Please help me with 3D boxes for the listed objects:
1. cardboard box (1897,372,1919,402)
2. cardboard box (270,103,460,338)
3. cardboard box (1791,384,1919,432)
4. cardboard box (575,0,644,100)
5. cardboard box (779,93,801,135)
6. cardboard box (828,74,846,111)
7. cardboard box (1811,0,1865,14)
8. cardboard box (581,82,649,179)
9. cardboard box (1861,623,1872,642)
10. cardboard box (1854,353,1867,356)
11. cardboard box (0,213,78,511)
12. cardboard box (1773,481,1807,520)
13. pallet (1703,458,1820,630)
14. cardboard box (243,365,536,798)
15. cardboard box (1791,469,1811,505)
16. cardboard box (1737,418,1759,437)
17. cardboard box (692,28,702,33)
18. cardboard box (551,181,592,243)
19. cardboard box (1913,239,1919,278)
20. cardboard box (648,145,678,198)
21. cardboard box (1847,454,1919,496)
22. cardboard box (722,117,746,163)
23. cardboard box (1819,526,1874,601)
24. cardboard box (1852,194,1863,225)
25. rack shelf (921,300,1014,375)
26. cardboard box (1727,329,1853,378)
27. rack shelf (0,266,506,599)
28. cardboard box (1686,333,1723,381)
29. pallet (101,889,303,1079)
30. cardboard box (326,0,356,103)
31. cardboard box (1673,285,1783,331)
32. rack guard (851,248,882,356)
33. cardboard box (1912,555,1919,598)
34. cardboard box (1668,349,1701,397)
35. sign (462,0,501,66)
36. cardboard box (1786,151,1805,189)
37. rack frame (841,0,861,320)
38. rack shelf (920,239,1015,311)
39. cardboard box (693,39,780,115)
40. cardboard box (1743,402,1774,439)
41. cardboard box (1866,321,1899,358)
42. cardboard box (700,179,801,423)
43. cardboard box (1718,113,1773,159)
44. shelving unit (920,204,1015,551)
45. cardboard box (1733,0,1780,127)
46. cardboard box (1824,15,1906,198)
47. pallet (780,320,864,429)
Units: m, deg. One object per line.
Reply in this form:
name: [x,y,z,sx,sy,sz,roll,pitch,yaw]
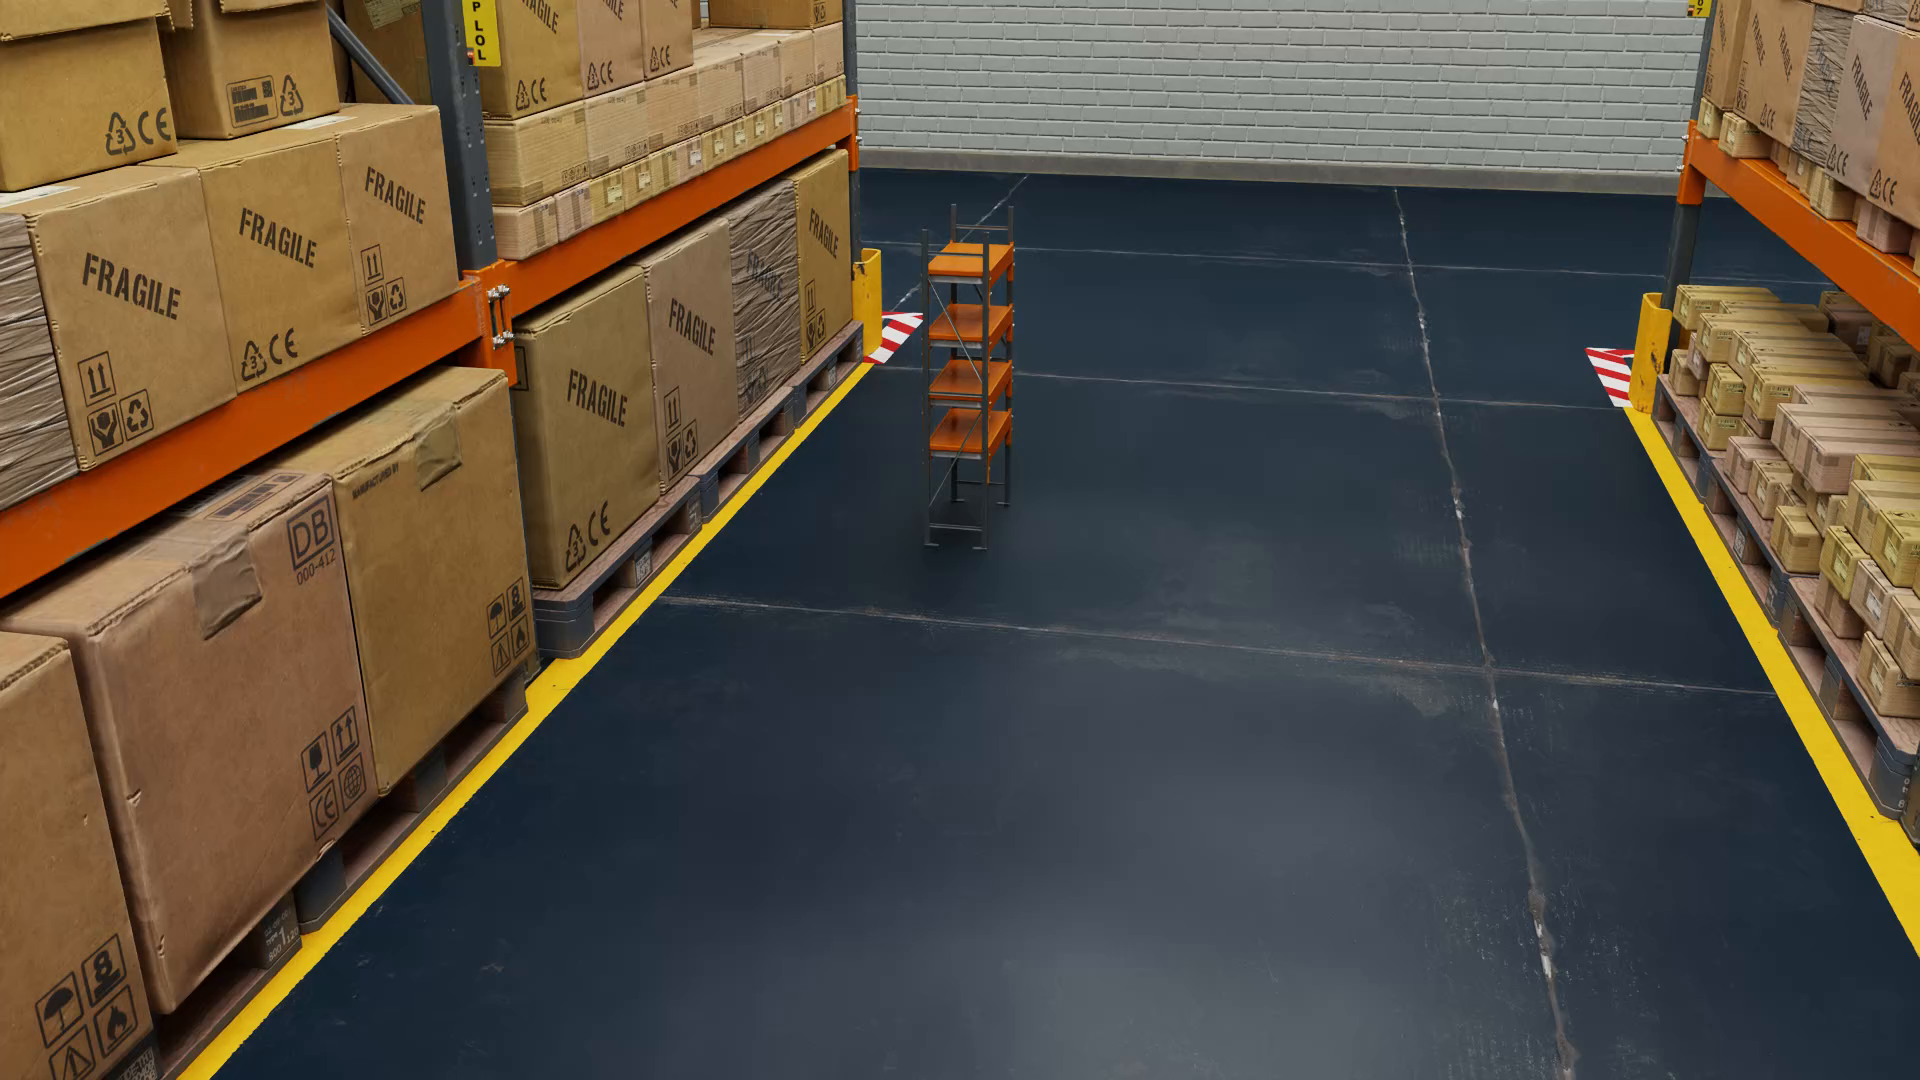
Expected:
cardboard box: [3.641,-0.497,6.030,0.380,0.149,0.250,4,22,9]
cardboard box: [-1.665,-0.840,4.291,0.500,0.500,0.500,5,22,11]
cardboard box: [3.168,-0.434,5.875,0.380,0.149,0.250,5,22,11]
cardboard box: [-1.381,-1.737,5.451,0.500,0.500,0.500,4,22,11]
cardboard box: [-0.927,-1.898,7.388,0.380,0.149,0.250,5,22,12]
cardboard box: [-0.771,-2.177,8.080,0.380,0.149,0.250,5,22,12]
cardboard box: [3.138,-1.978,5.379,0.500,0.500,0.500,4,22,9]
cardboard box: [-1.378,-1.388,5.587,0.500,0.250,0.500,4,22,11]
cardboard box: [2.879,0.299,4.851,0.380,0.149,0.250,5,22,12]
cardboard box: [3.880,-0.738,7.026,0.380,0.149,0.250,4,22,10]
cardboard box: [-1.980,-0.286,2.914,0.500,0.500,0.500,5,22,11]
cardboard box: [3.075,-0.081,5.795,0.380,0.149,0.250,5,22,12]
pallet: [3.347,0.027,6.005,1.003,0.211,1.213,4,22,11]
cardboard box: [-1.948,0.040,4.520,1.225,0.875,0.875,5,22,11]
cardboard box: [3.086,-0.195,5.679,0.380,0.149,0.250,3,22,8]
cardboard box: [3.259,-0.360,6.486,0.380,0.149,0.250,5,22,11]
cardboard box: [-1.483,-2.172,7.533,0.500,0.250,0.500,4,22,10]
cardboard box: [-1.397,-1.048,5.278,0.380,0.149,0.250,4,22,9]
cardboard box: [2.886,-0.772,4.592,0.380,0.149,0.250,5,23,13]
cardboard box: [-1.240,-1.335,5.988,0.380,0.149,0.250,4,22,10]
cardboard box: [3.002,-0.146,5.159,0.380,0.149,0.250,5,23,13]
cardboard box: [-1.083,-1.618,6.692,0.380,0.149,0.250,5,22,12]
cardboard box: [2.832,0.080,4.995,0.380,0.149,0.250,4,22,9]
cardboard box: [3.093,-1.055,5.295,0.380,0.149,0.250,4,22,10]
rack shelf: [0.034,-0.762,6.221,0.258,0.148,0.480,4,22,11]
cardboard box: [3.290,-0.727,6.601,0.380,0.149,0.250,3,22,8]
rack shelf: [-2.245,0.079,3.105,1.077,0.370,4.000,4,22,11]
cardboard box: [3.345,-0.776,7.122,0.380,0.149,0.250,4,22,11]
pallet: [-2.167,1.043,3.481,1.003,0.211,1.213,4,22,11]
cardboard box: [-2.005,-1.591,5.087,0.500,0.500,0.500,5,22,12]
cardboard box: [3.375,-1.016,7.320,0.380,0.149,0.250,3,22,8]
rack guard: [-1.016,-1.298,8.908,1.175,0.500,0.348,4,22,11]
cardboard box: [2.816,0.131,4.471,0.380,0.149,0.250,5,22,12]
cardboard box: [3.394,-0.739,7.427,0.380,0.149,0.250,5,22,12]
sign: [-1.304,-1.448,4.491,0.100,0.325,0.005,4,22,11]
cardboard box: [3.232,-1.343,6.008,0.380,0.149,0.250,4,22,10]
rack frame: [-1.021,-2.449,8.419,1.000,3.000,0.127,4,22,11]
rack shelf: [0.034,-0.982,6.133,0.258,0.148,0.480,4,22,11]
cardboard box: [-1.067,-1.948,6.978,0.500,0.250,0.500,4,22,9]
cardboard box: [3.262,-0.490,6.411,0.380,0.149,0.250,3,22,8]
cardboard box: [3.918,-0.777,6.726,0.380,0.149,0.250,4,22,10]
cardboard box: [-1.259,-1.085,7.315,0.875,0.875,0.875,4,22,11]
cardboard box: [3.309,-1.633,6.730,0.380,0.149,0.250,4,22,9]
shelving unit: [0.034,-0.617,6.280,0.258,1.200,0.503,4,22,11]
cardboard box: [3.368,-1.877,6.468,0.500,0.500,0.500,5,22,11]
cardboard box: [3.030,-1.325,5.097,0.500,0.500,0.500,4,22,11]
pallet: [-1.107,-0.857,8.199,1.003,0.211,1.213,4,22,11]
